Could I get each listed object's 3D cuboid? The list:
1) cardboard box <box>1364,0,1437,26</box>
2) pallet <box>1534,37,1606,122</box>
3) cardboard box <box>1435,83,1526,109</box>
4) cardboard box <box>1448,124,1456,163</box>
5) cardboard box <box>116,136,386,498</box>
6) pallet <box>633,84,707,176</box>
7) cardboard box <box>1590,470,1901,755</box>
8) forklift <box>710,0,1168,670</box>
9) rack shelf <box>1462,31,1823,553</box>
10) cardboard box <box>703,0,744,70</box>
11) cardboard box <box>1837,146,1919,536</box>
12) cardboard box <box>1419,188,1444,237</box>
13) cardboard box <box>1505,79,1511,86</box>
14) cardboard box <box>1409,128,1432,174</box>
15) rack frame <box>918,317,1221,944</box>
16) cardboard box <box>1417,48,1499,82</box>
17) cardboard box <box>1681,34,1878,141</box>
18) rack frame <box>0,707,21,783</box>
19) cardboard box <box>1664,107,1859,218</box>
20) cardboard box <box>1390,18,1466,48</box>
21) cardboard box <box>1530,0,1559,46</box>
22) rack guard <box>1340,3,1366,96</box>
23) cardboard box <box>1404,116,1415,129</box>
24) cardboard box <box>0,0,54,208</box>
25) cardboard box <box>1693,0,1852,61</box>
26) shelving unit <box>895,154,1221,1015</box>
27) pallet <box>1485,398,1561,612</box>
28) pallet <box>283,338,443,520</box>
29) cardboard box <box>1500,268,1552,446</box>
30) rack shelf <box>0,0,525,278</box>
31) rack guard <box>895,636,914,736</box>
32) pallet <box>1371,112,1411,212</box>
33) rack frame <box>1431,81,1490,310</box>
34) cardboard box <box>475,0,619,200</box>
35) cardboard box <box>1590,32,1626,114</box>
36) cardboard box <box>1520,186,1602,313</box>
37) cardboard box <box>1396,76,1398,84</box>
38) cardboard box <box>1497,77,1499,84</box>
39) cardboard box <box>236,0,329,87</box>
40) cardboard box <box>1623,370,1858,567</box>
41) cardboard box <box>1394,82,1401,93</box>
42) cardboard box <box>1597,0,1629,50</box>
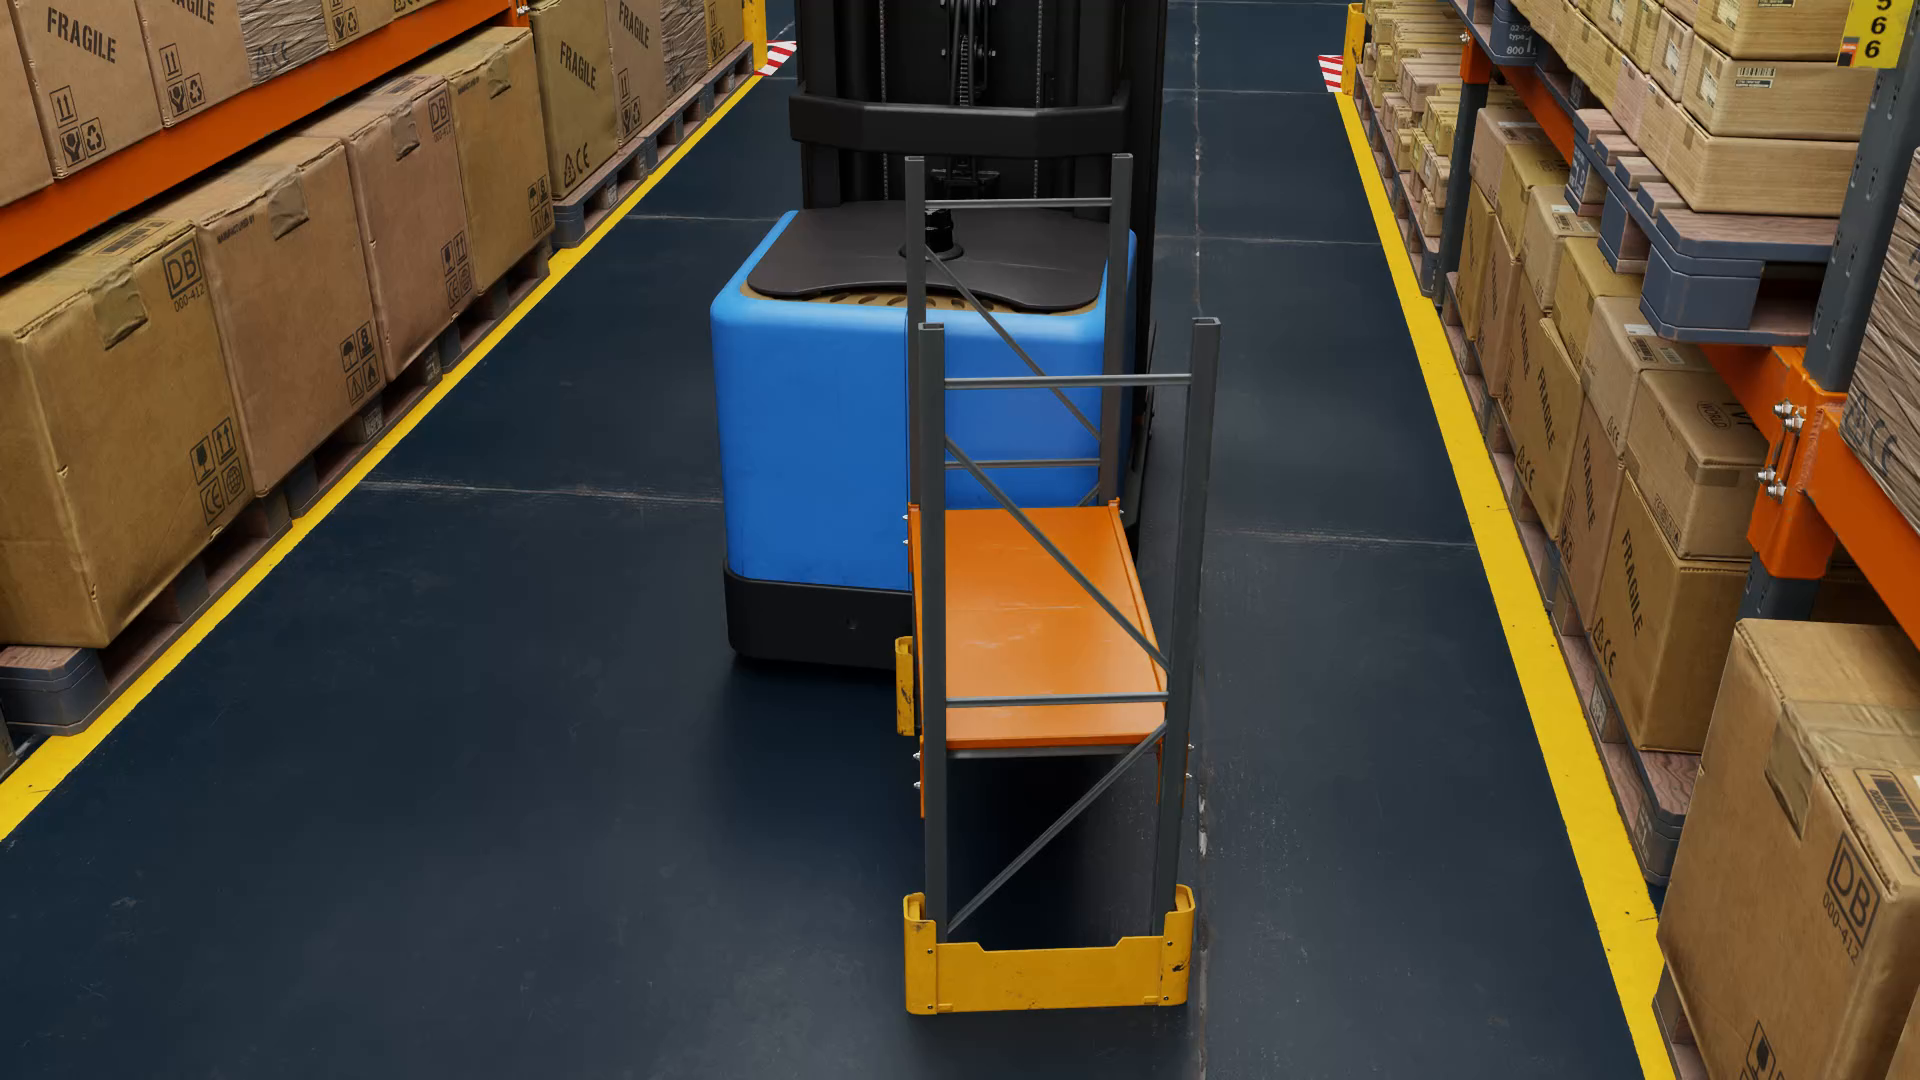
[{"bbox_3d":[2.613,-3.150,9.869,0.380,0.149,0.250,2,28,4],"label":"cardboard box"},{"bbox_3d":[2.236,-1.269,4.645,1.003,0.211,1.213,3,28,6],"label":"pallet"},{"bbox_3d":[2.434,-2.034,7.799,0.380,0.149,0.250,4,29,8],"label":"cardboard box"},{"bbox_3d":[2.309,-1.676,7.135,0.380,0.149,0.250,4,29,8],"label":"cardboard box"},{"bbox_3d":[-2.654,-0.747,5.272,1.225,0.875,0.875,3,29,6],"label":"cardboard box"},{"bbox_3d":[-2.068,-2.339,9.370,1.003,0.211,1.213,3,28,6],"label":"pallet"},{"bbox_3d":[1.855,0.172,3.962,0.500,0.500,0.500,3,28,6],"label":"cardboard box"},{"bbox_3d":[0.096,-1.586,5.103,1.130,2.935,3.031,4,29,8],"label":"forklift"},{"bbox_3d":[2.279,-1.044,4.783,1.077,0.370,4.000,3,28,6],"label":"rack shelf"},{"bbox_3d":[-1.895,-3.464,10.315,0.875,0.875,0.875,3,28,6],"label":"cardboard box"},{"bbox_3d":[1.711,-0.267,2.478,0.500,0.500,0.500,4,29,7],"label":"cardboard box"},{"bbox_3d":[2.234,-1.436,7.316,0.380,0.149,0.250,4,29,7],"label":"cardboard box"},{"bbox_3d":[2.920,-2.264,8.226,0.380,0.149,0.250,2,28,4],"label":"cardboard box"},{"bbox_3d":[2.283,-1.785,7.649,0.380,0.149,0.250,2,28,4],"label":"cardboard box"},{"bbox_3d":[0.181,0.302,3.108,0.500,1.500,0.032,-1,28,-3],"label":"rack frame"},{"bbox_3d":[2.535,-2.405,8.487,0.380,0.149,0.250,3,29,6],"label":"cardboard box"},{"bbox_3d":[1.643,-0.883,3.235,0.380,0.149,0.250,4,29,7],"label":"cardboard box"},{"bbox_3d":[-2.876,-0.755,3.489,1.000,3.000,0.127,3,28,6],"label":"rack frame"},{"bbox_3d":[1.638,-0.752,3.306,0.380,0.149,0.250,4,29,7],"label":"cardboard box"},{"bbox_3d":[2.592,-2.780,9.184,0.380,0.149,0.250,2,28,4],"label":"cardboard box"},{"bbox_3d":[1.831,-1.484,4.664,0.380,0.149,0.250,2,28,4],"label":"cardboard box"},{"bbox_3d":[3.005,-3.049,10.382,1.175,0.500,0.348,3,28,6],"label":"rack guard"},{"bbox_3d":[2.459,-2.042,8.441,0.380,0.149,0.250,4,29,7],"label":"cardboard box"},{"bbox_3d":[-2.547,-1.012,3.860,0.500,0.500,0.500,4,29,8],"label":"cardboard box"},{"bbox_3d":[1.639,-1.013,3.162,0.380,0.149,0.250,2,28,4],"label":"cardboard box"},{"bbox_3d":[0.155,0.057,3.563,0.587,1.500,1.083,-1,28,-3],"label":"shelving unit"},{"bbox_3d":[2.283,-0.132,5.272,1.003,0.211,1.213,3,28,6],"label":"pallet"},{"bbox_3d":[-2.553,-0.467,5.894,1.003,0.211,1.213,3,28,6],"label":"pallet"},{"bbox_3d":[2.056,-0.557,5.315,0.500,0.500,0.500,4,29,7],"label":"cardboard box"},{"bbox_3d":[-2.631,-1.380,5.407,1.077,0.370,4.000,3,28,6],"label":"rack shelf"},{"bbox_3d":[0.129,0.371,4.298,0.587,0.250,0.087,-1,28,-3],"label":"rack guard"},{"bbox_3d":[2.718,-1.968,8.681,1.003,0.211,1.213,3,28,6],"label":"pallet"},{"bbox_3d":[2.524,-2.302,6.360,1.000,3.000,0.127,3,28,6],"label":"rack frame"},{"bbox_3d":[-2.226,-2.193,7.956,0.875,0.875,0.875,3,28,6],"label":"cardboard box"},{"bbox_3d":[1.736,-1.107,3.965,0.380,0.149,0.250,3,28,6],"label":"cardboard box"},{"bbox_3d":[2.042,-0.893,5.148,0.500,0.250,0.500,4,29,8],"label":"cardboard box"},{"bbox_3d":[2.586,-2.523,9.020,0.380,0.149,0.250,2,28,4],"label":"cardboard box"},{"bbox_3d":[3.036,-2.615,9.191,0.380,0.149,0.250,3,28,6],"label":"cardboard box"},{"bbox_3d":[-2.363,-1.731,5.196,0.500,0.500,0.500,3,29,6],"label":"cardboard box"},{"bbox_3d":[1.858,-0.171,3.806,0.500,0.250,0.500,3,28,5],"label":"cardboard box"},{"bbox_3d":[2.581,-2.402,9.109,0.380,0.149,0.250,3,29,6],"label":"cardboard box"},{"bbox_3d":[1.734,-1.251,3.918,0.380,0.149,0.250,3,29,6],"label":"cardboard box"}]
